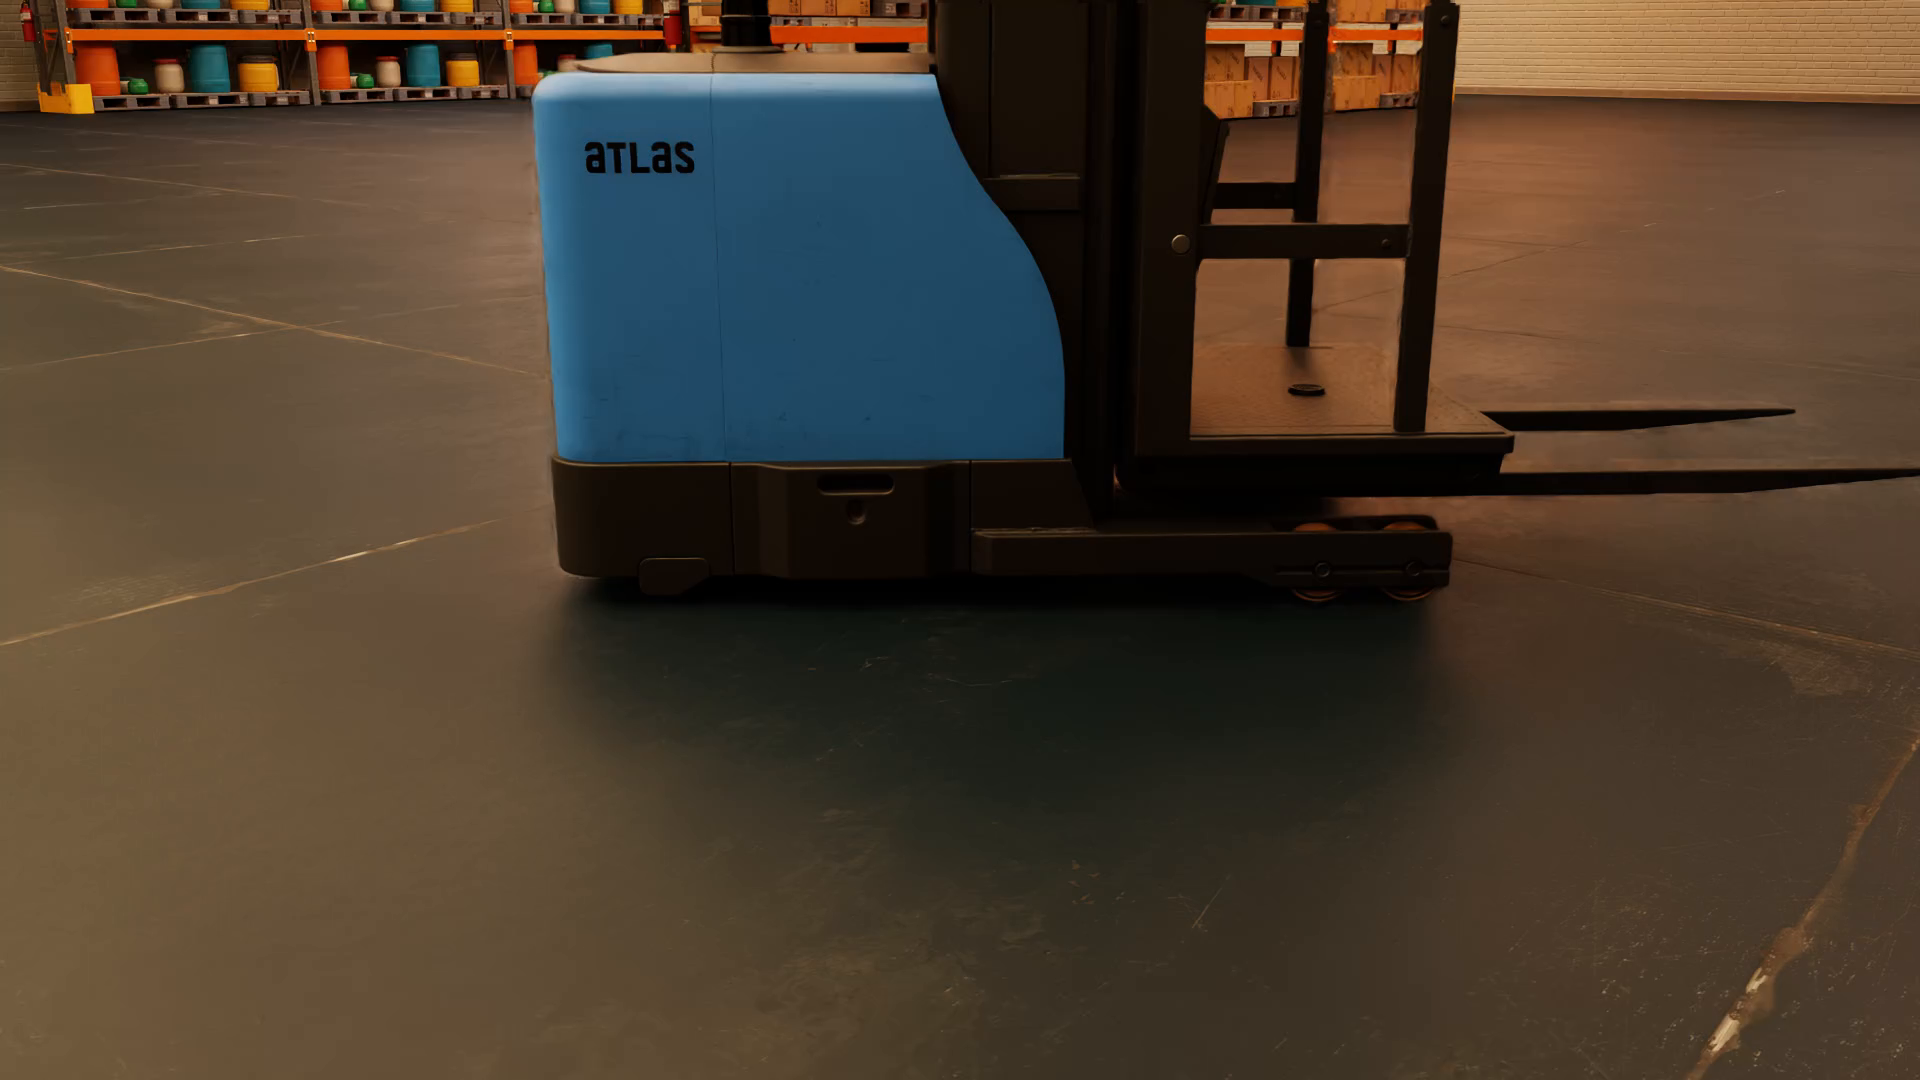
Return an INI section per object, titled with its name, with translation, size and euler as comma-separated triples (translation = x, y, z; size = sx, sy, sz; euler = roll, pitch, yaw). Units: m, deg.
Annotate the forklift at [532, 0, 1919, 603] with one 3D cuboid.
[forklift]
translation = 0.646, -1.425, 3.589
size = 3.031, 2.935, 1.130
euler = -1, 17, -2
